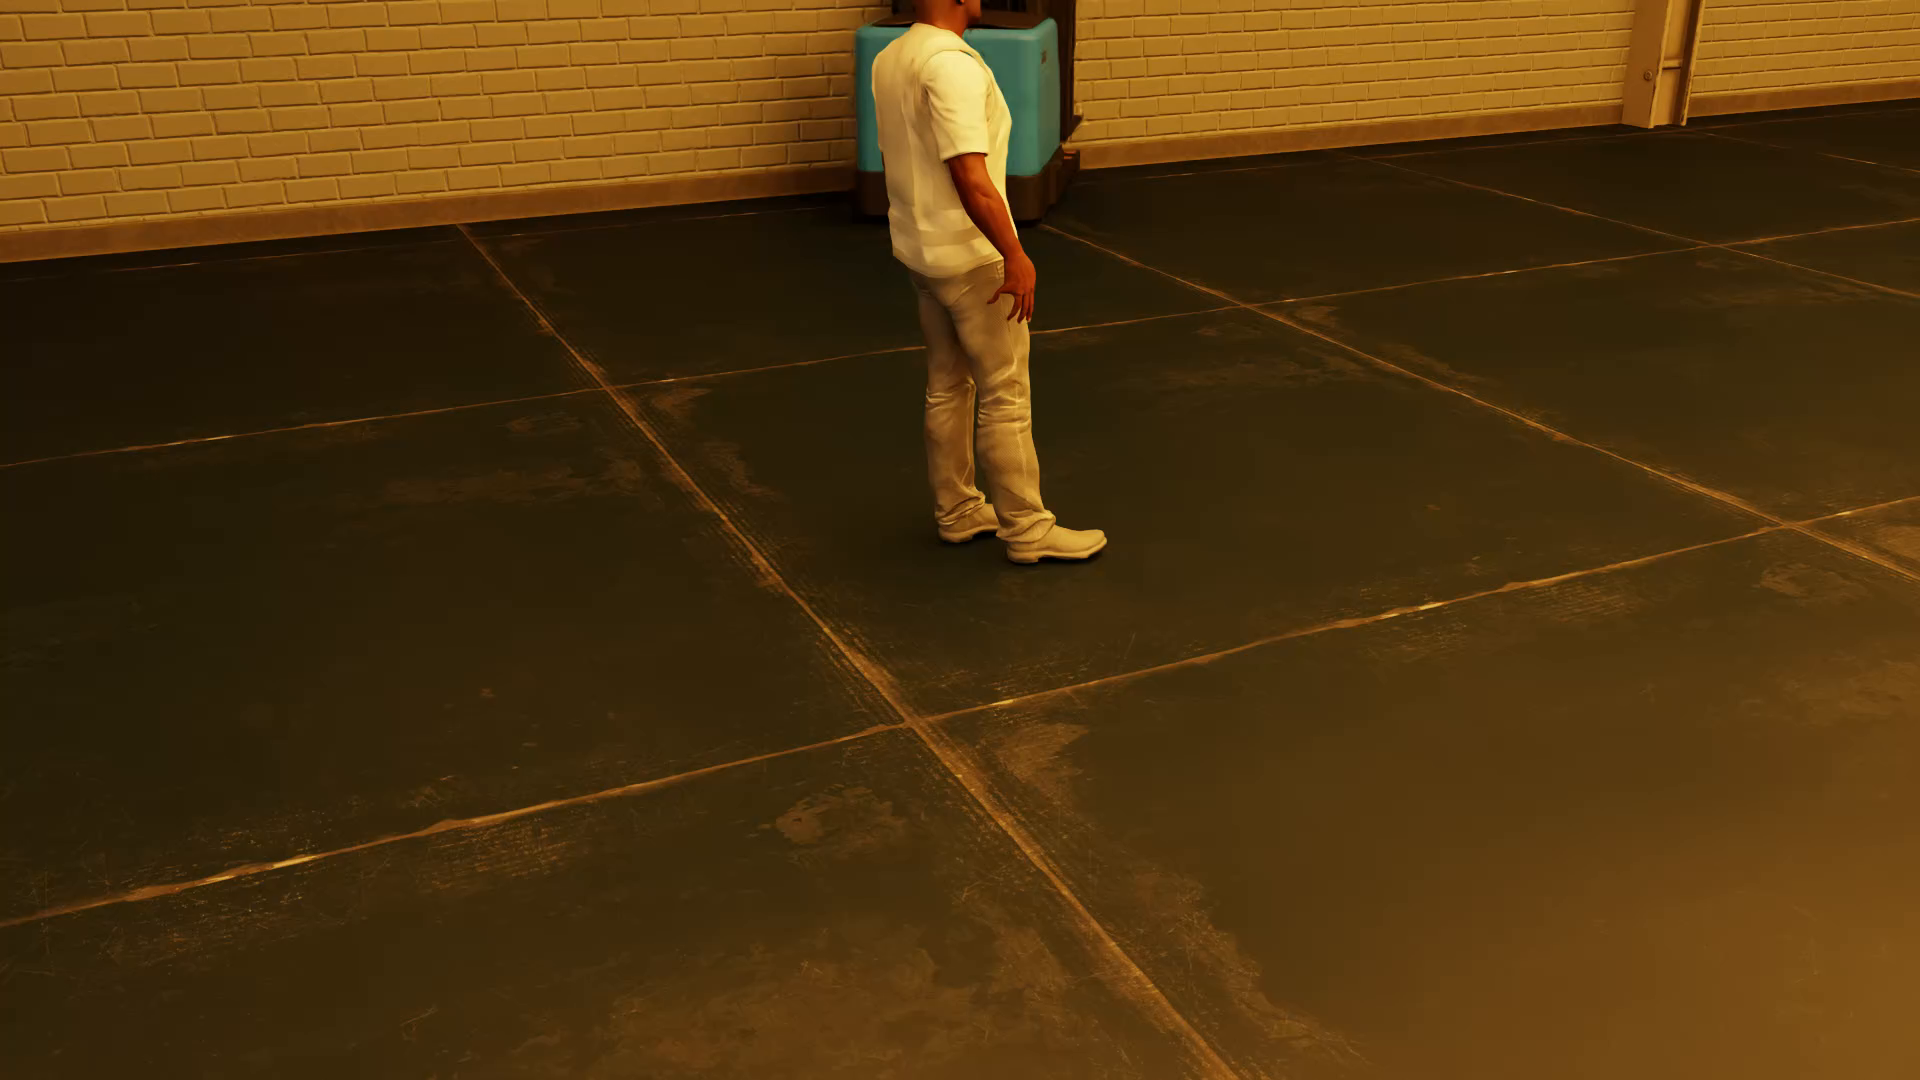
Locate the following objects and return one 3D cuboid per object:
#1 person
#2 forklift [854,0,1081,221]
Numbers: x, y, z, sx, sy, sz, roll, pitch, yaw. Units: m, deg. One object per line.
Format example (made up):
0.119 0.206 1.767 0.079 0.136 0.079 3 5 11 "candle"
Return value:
0.065 -0.831 4.787 0.577 1.765 0.665 -10 25 -23 "person"
0.172 -3.646 10.063 1.130 2.935 3.031 4 23 9 "forklift"
